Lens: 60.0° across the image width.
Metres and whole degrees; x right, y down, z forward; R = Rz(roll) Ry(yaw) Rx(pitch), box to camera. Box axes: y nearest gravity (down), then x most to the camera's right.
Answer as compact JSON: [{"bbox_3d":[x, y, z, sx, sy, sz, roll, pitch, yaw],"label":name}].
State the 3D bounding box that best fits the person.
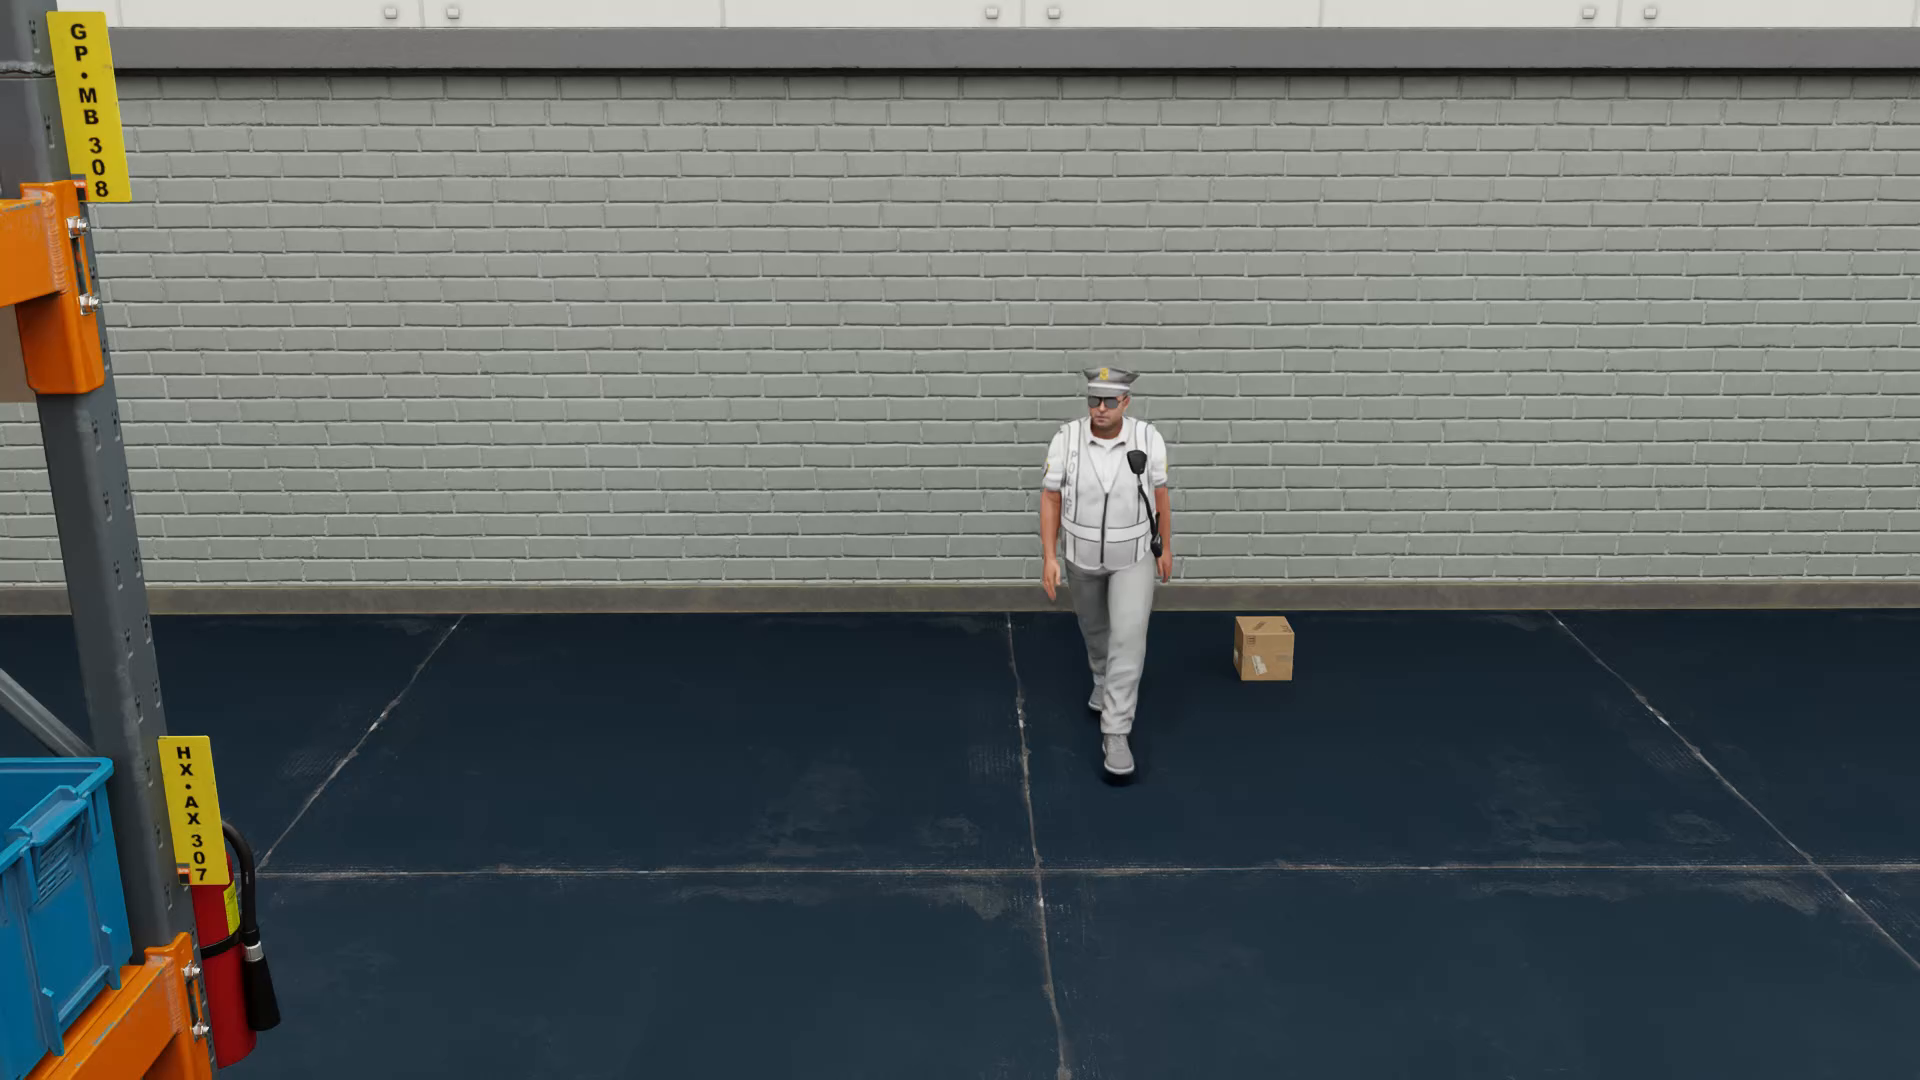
[{"bbox_3d":[0.630,0.054,7.310,0.570,1.701,1.004,4,17,13],"label":"person"}]
